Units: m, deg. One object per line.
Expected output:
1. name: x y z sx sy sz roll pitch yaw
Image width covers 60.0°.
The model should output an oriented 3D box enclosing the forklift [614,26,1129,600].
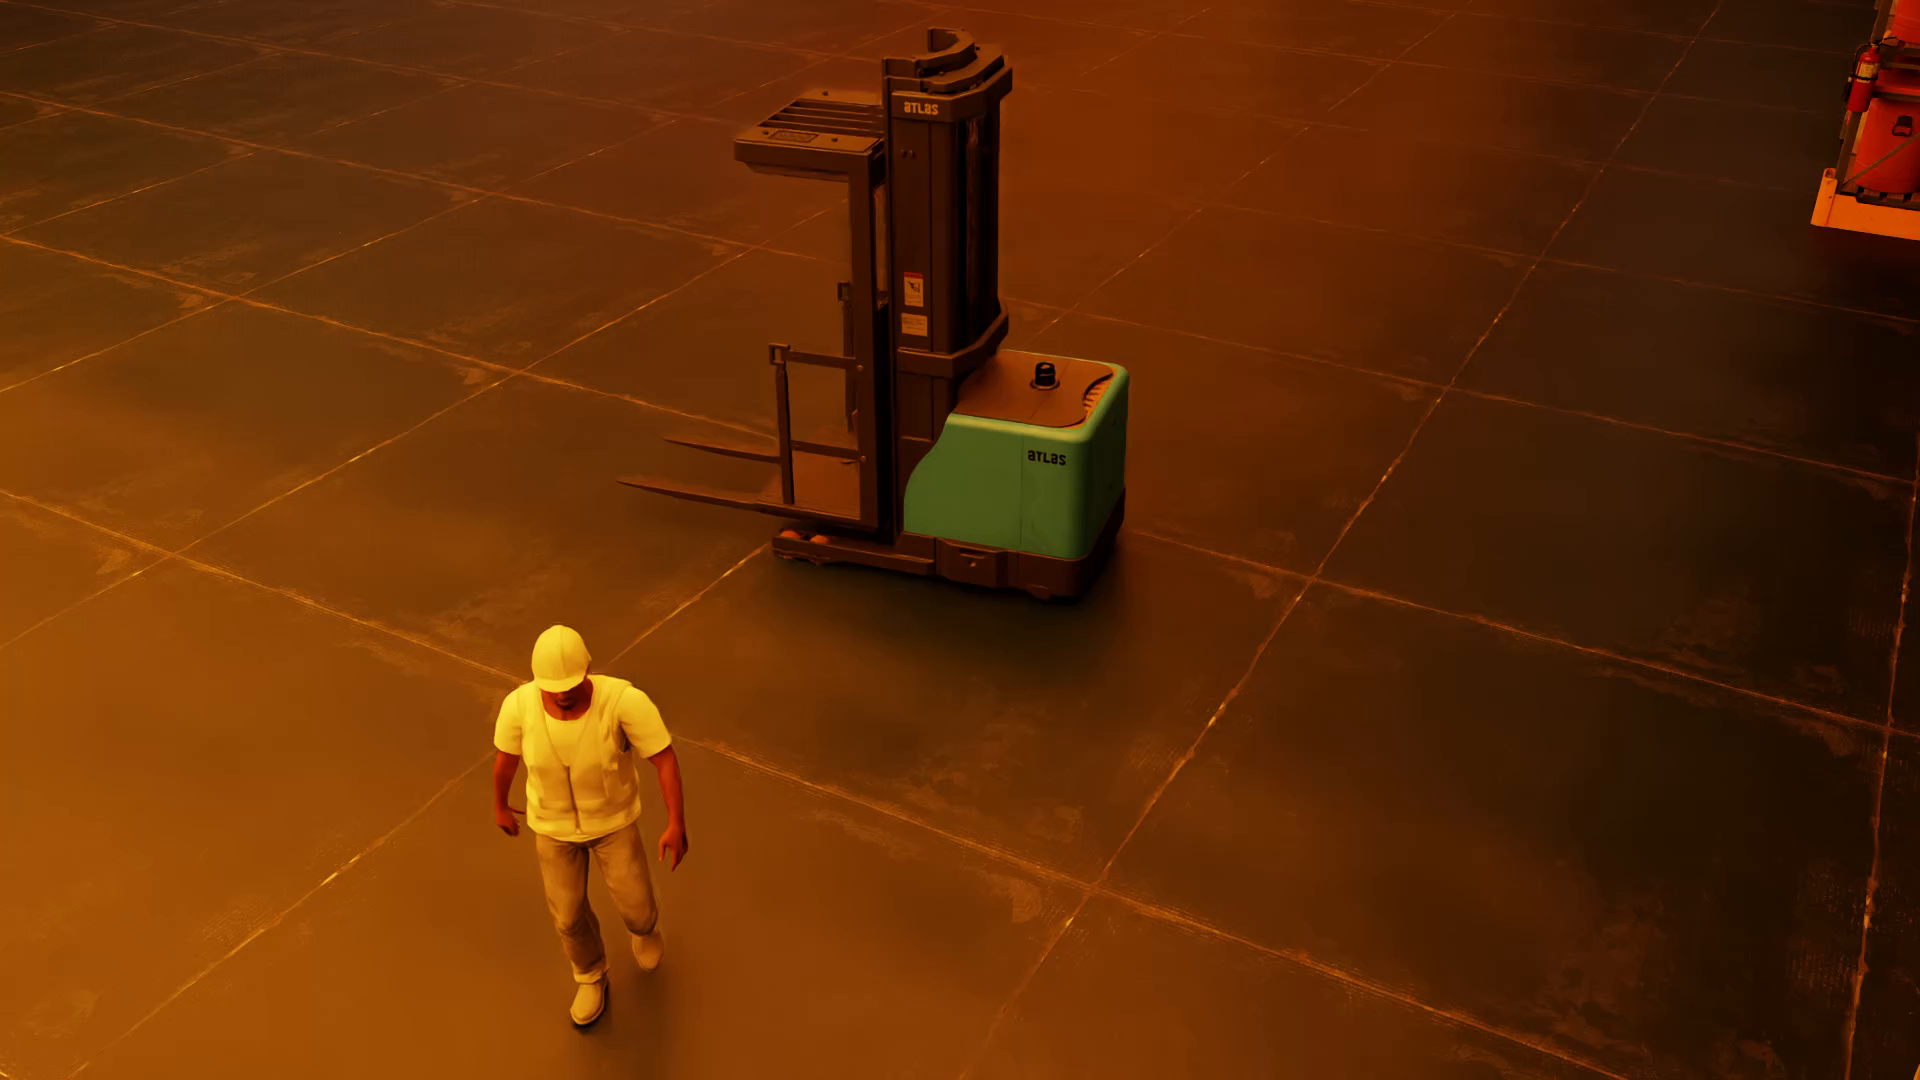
1. forklift: -0.584 -1.363 9.432 3.031 2.935 1.130 10 31 16

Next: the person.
1. person: -1.425 1.070 6.404 0.771 1.746 0.489 -2 30 -4
